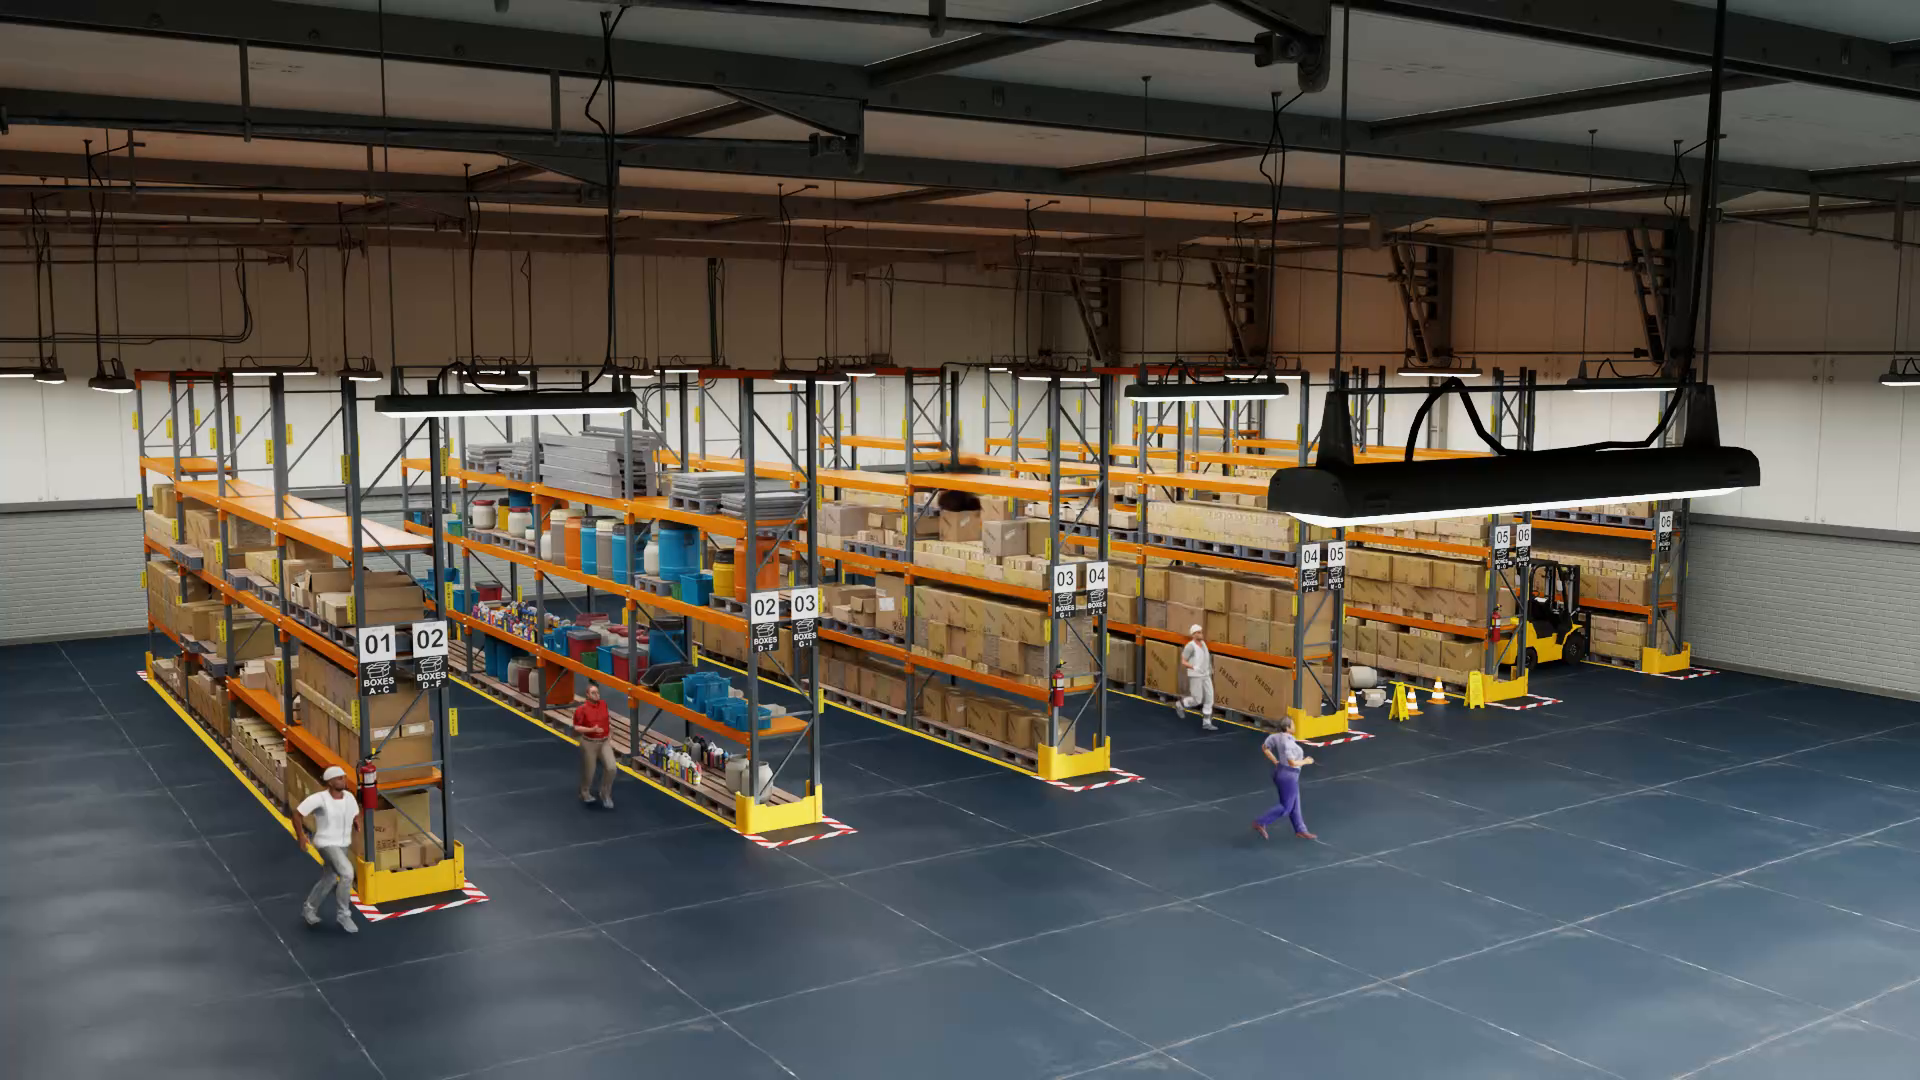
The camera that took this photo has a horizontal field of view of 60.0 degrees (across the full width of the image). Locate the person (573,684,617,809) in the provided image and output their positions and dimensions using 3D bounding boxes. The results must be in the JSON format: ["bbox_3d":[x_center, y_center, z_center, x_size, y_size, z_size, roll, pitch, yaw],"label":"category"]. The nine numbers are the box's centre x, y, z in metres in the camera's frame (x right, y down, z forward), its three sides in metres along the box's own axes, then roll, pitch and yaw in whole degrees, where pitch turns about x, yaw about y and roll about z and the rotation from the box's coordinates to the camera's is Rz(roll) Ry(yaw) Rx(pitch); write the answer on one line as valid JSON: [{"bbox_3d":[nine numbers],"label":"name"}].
[{"bbox_3d":[-5.065,2.846,23.117,0.638,1.696,0.756,-5,8,-40],"label":"person"}]

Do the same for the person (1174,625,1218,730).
[{"bbox_3d":[4.011,2.298,27.991,0.658,1.751,0.871,-6,9,-41],"label":"person"}]

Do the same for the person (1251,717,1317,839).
[{"bbox_3d":[4.193,3.088,21.433,0.924,1.648,0.606,-1,7,-9],"label":"person"}]

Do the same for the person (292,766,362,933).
[{"bbox_3d":[-6.883,3.384,18.380,0.801,1.758,0.714,2,7,19],"label":"person"}]
